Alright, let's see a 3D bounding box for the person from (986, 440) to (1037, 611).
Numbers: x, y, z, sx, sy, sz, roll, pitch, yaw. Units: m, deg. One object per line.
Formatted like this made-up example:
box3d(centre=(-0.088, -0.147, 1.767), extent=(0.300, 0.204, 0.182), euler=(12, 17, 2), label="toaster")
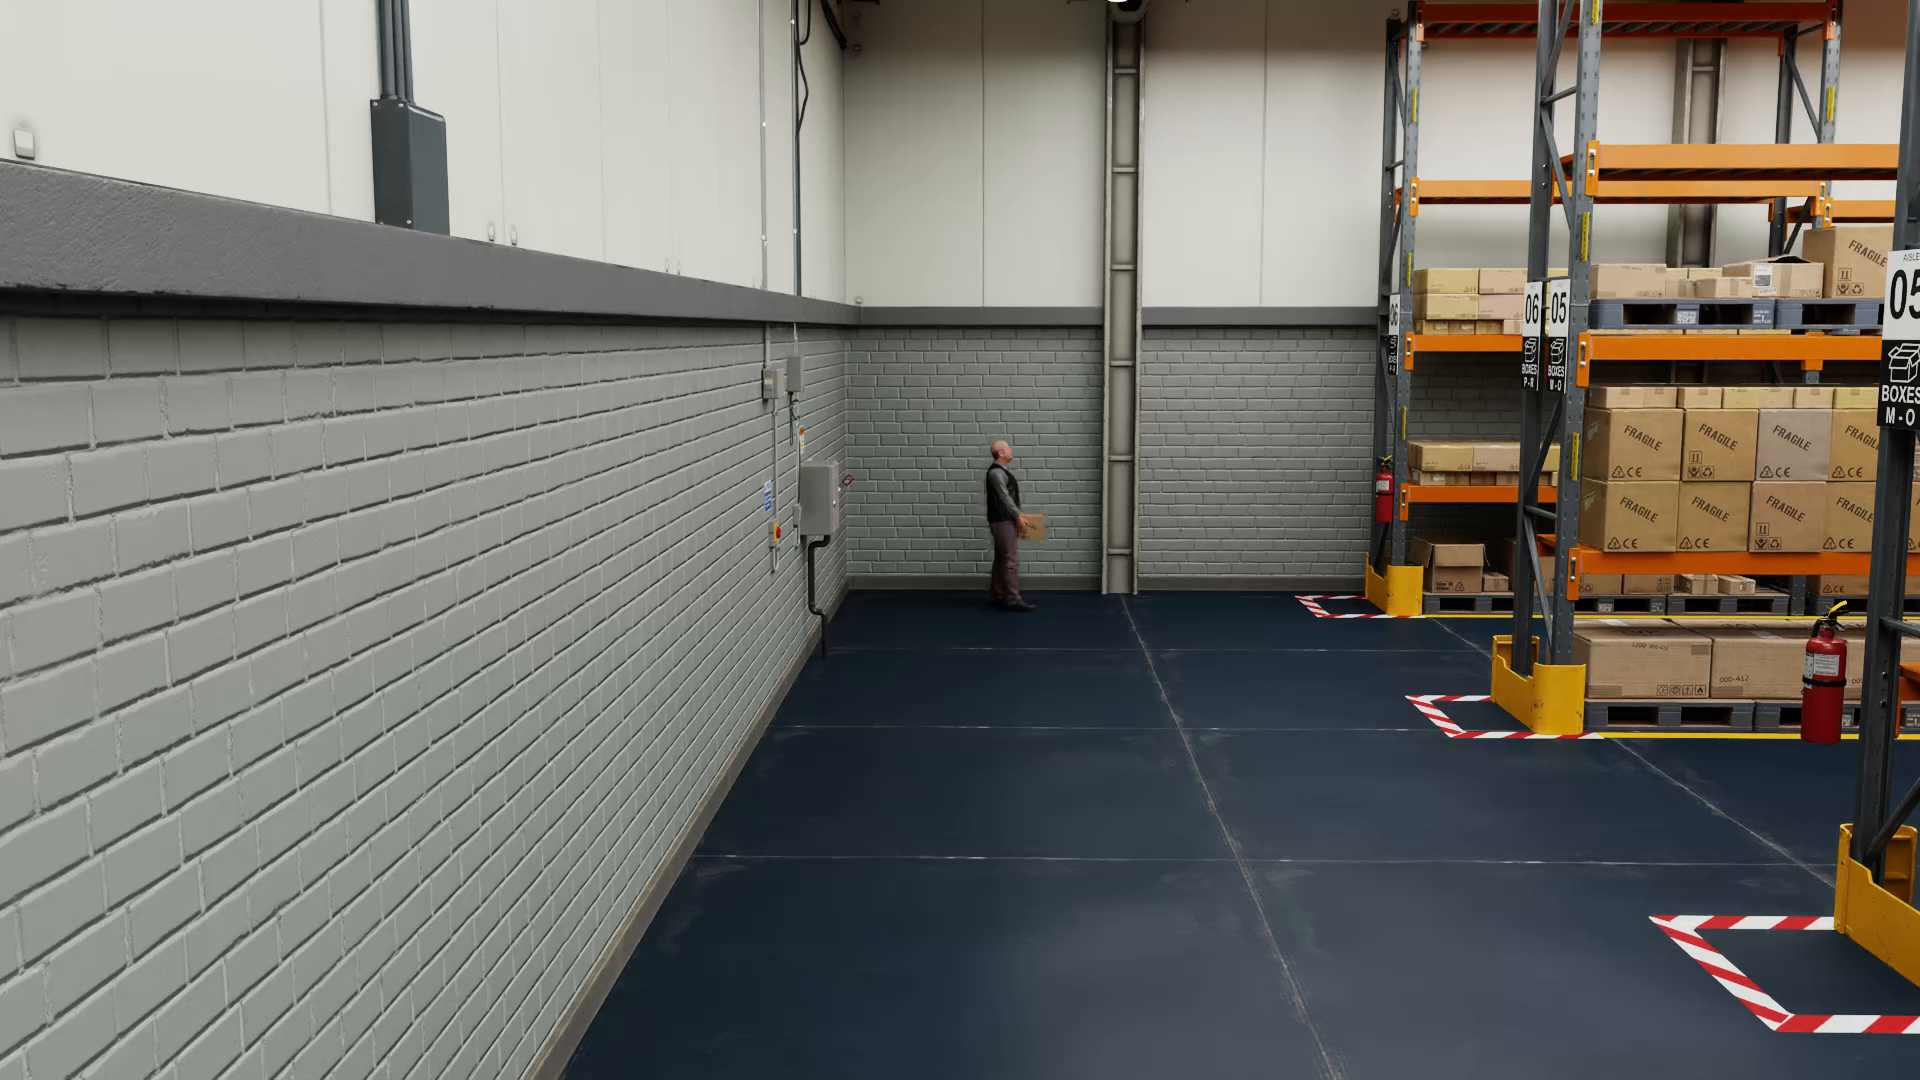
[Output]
box3d(centre=(0.535, -0.159, 17.087), extent=(0.537, 1.726, 0.554), euler=(0, 7, 4), label="person")
